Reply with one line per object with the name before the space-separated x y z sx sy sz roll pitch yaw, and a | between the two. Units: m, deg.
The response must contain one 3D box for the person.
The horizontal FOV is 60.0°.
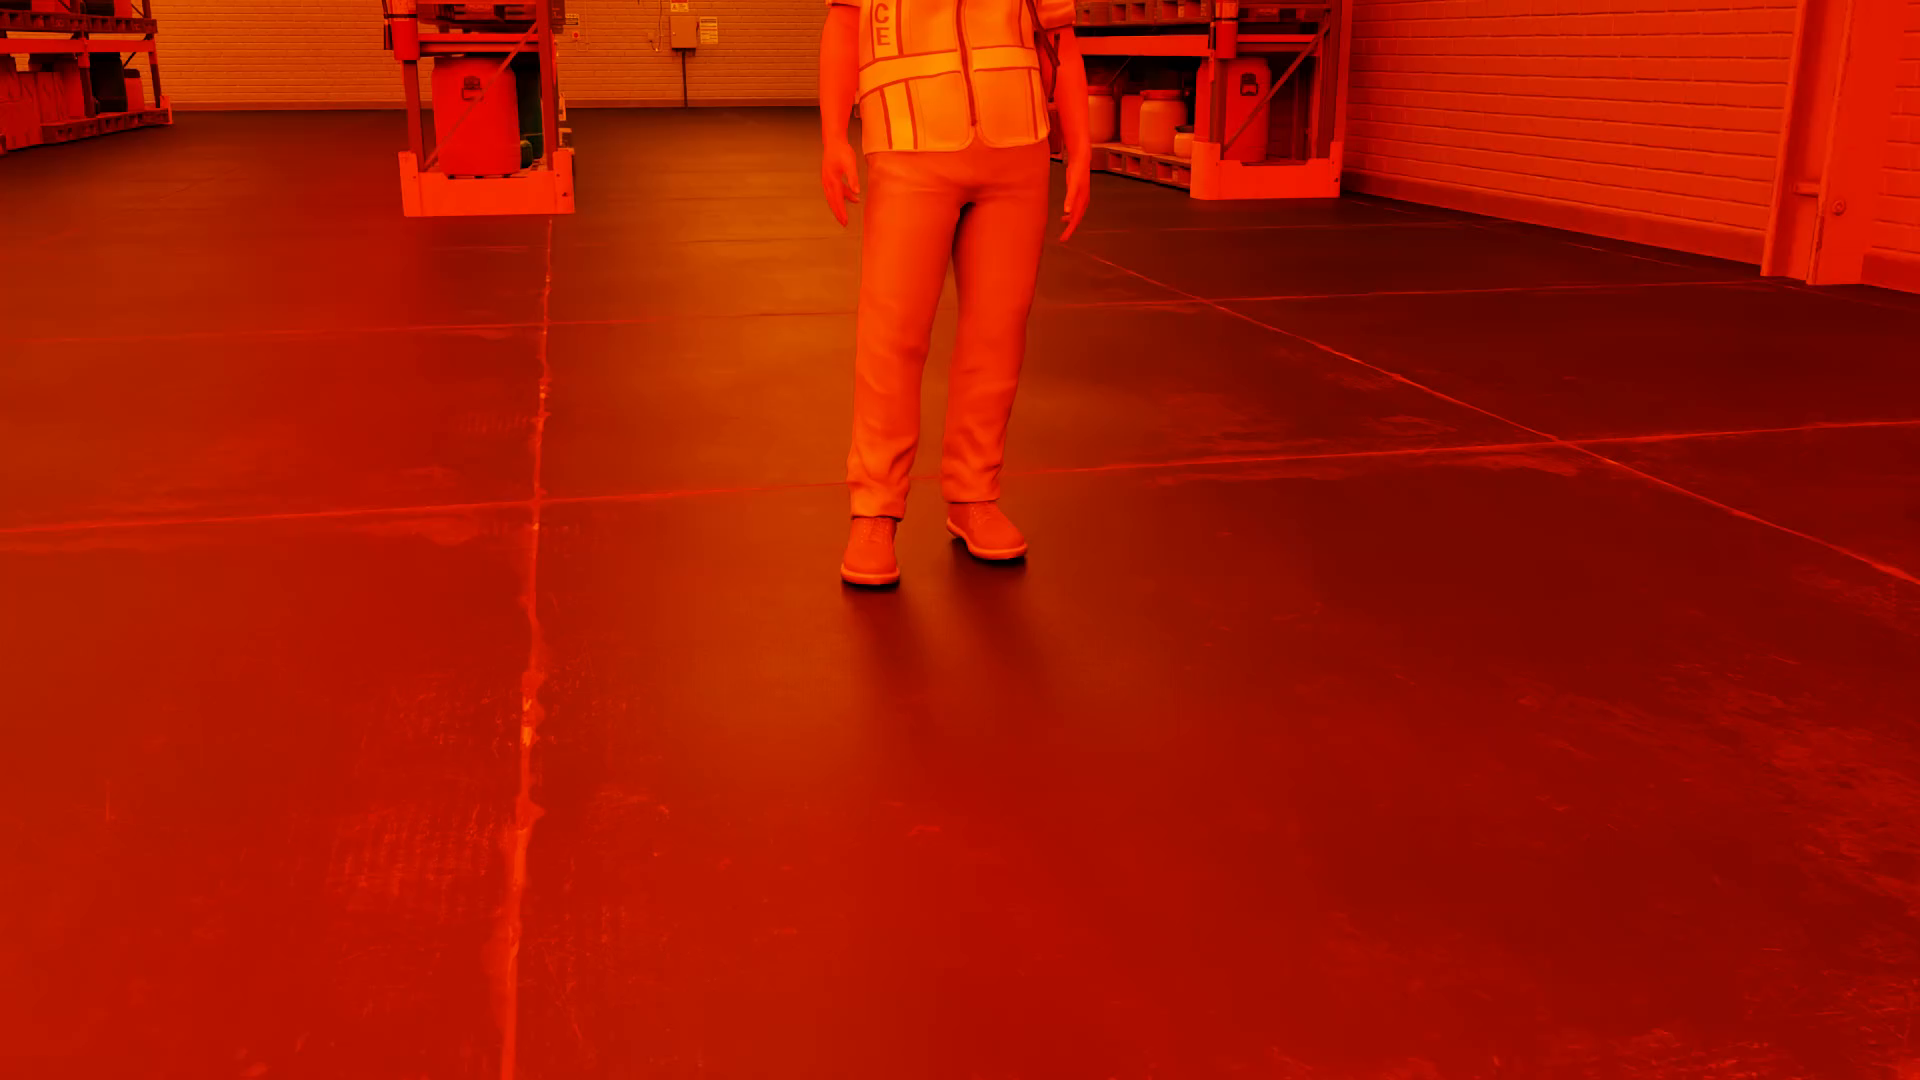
person | 0.005 -0.839 3.685 0.640 1.781 0.575 -4 17 -12
